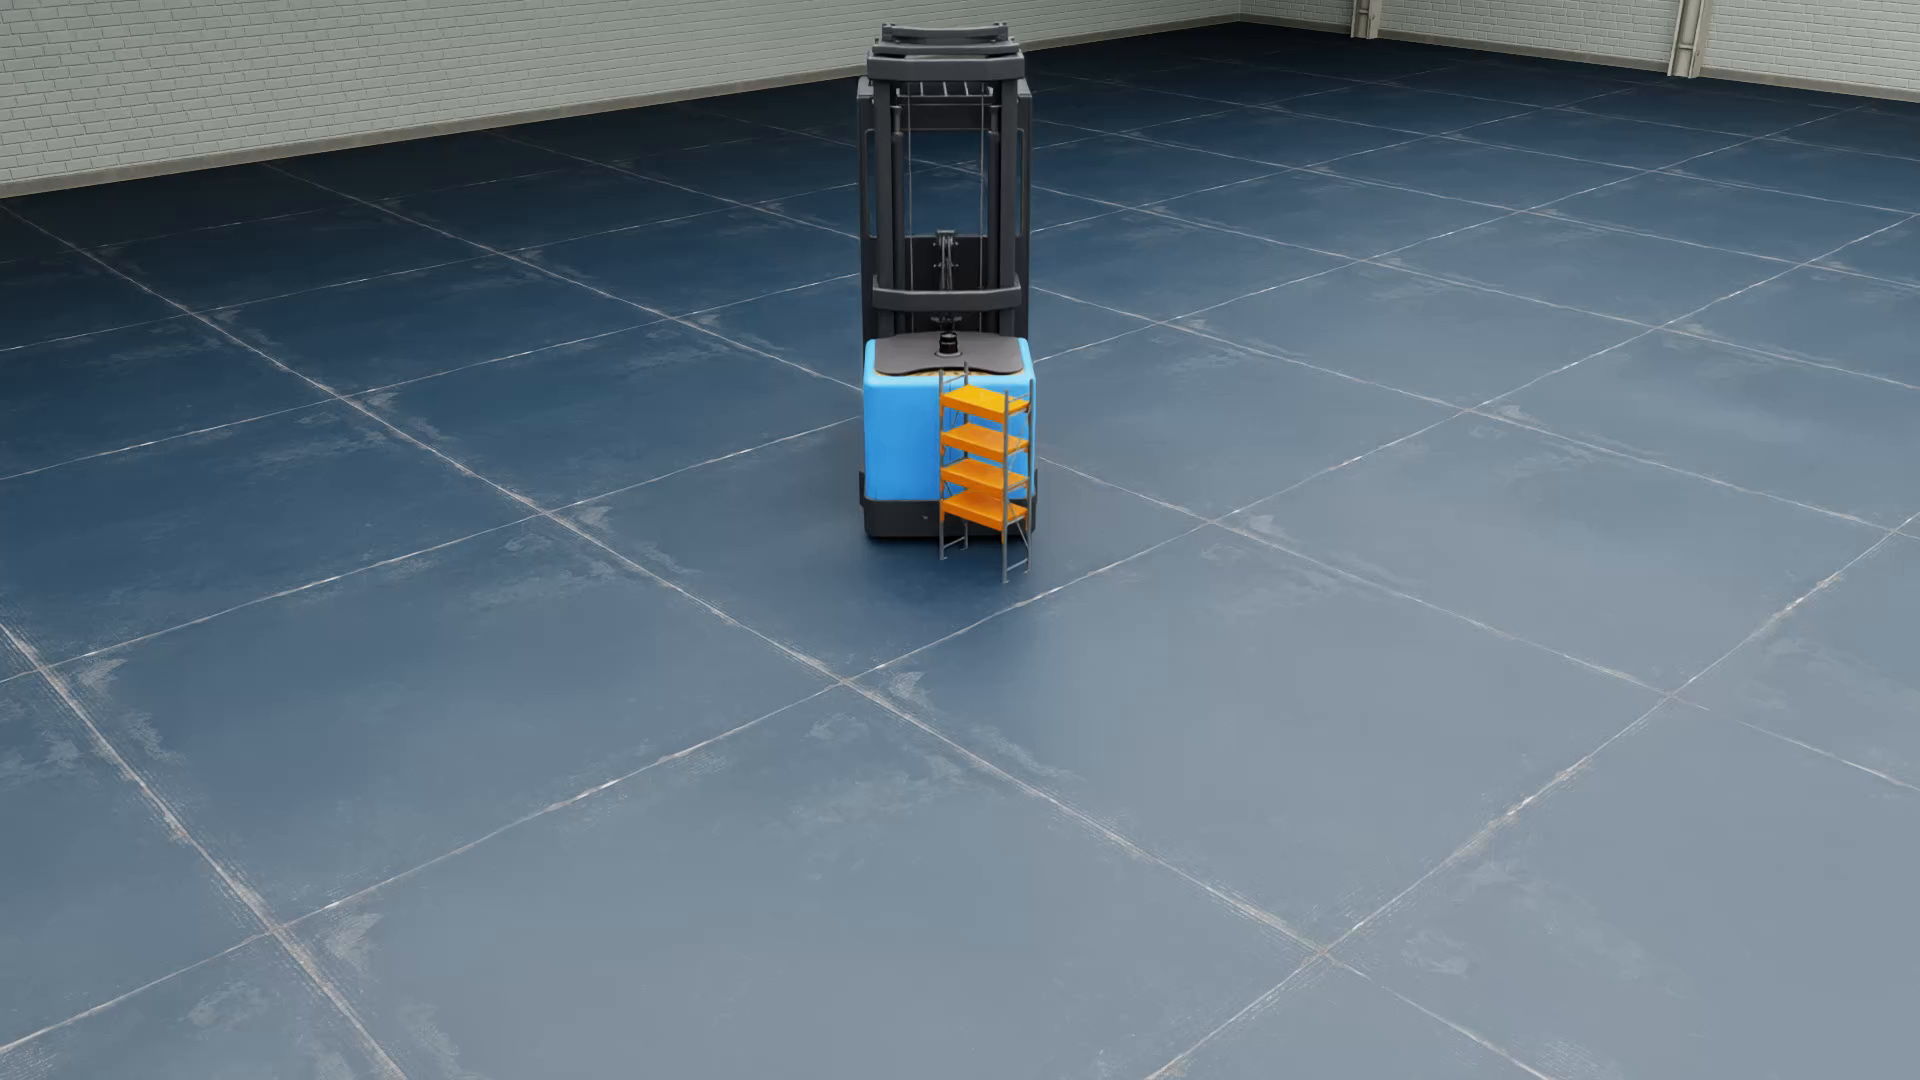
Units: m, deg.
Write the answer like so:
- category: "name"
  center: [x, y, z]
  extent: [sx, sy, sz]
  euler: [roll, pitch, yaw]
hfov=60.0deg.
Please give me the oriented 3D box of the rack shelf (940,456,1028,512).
- category: "rack shelf"
  center: [0.147, -0.329, 9.687]
  extent: [0.480, 0.148, 0.258]
  euler: [20, 31, 37]

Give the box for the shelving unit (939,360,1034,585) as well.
- category: "shelving unit"
  center: [0.147, -0.390, 9.659]
  extent: [0.503, 1.200, 0.258]
  euler: [20, 31, 37]

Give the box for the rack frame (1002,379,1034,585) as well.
- category: "rack frame"
  center: [0.331, -0.323, 9.513]
  extent: [0.015, 1.200, 0.240]
  euler: [20, 31, 37]

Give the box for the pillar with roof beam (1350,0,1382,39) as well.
- category: "pillar with roof beam"
  center: [4.245, -12.063, 25.851]
  extent: [9.100, 9.000, 0.400]
  euler: [-21, 32, -38]

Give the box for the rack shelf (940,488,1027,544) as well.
- category: "rack shelf"
  center: [0.147, -0.148, 9.770]
  extent: [0.480, 0.148, 0.258]
  euler: [20, 31, 37]

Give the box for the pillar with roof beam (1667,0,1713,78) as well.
- category: "pillar with roof beam"
  center: [8.346, -10.245, 21.866]
  extent: [9.100, 9.000, 0.400]
  euler: [-21, 32, -38]

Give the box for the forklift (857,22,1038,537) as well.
- category: "forklift"
  center: [-0.104, -1.919, 10.925]
  extent: [1.130, 2.935, 3.031]
  euler: [-1, 25, -2]

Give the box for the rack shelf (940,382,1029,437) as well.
- category: "rack shelf"
  center: [0.147, -0.747, 9.496]
  extent: [0.480, 0.148, 0.258]
  euler: [20, 31, 37]

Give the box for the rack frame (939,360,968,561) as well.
- category: "rack frame"
  center: [-0.036, -0.457, 9.806]
  extent: [0.015, 1.200, 0.240]
  euler: [20, 31, 37]

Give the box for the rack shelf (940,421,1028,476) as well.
- category: "rack shelf"
  center: [0.147, -0.532, 9.594]
  extent: [0.480, 0.148, 0.258]
  euler: [20, 31, 37]
